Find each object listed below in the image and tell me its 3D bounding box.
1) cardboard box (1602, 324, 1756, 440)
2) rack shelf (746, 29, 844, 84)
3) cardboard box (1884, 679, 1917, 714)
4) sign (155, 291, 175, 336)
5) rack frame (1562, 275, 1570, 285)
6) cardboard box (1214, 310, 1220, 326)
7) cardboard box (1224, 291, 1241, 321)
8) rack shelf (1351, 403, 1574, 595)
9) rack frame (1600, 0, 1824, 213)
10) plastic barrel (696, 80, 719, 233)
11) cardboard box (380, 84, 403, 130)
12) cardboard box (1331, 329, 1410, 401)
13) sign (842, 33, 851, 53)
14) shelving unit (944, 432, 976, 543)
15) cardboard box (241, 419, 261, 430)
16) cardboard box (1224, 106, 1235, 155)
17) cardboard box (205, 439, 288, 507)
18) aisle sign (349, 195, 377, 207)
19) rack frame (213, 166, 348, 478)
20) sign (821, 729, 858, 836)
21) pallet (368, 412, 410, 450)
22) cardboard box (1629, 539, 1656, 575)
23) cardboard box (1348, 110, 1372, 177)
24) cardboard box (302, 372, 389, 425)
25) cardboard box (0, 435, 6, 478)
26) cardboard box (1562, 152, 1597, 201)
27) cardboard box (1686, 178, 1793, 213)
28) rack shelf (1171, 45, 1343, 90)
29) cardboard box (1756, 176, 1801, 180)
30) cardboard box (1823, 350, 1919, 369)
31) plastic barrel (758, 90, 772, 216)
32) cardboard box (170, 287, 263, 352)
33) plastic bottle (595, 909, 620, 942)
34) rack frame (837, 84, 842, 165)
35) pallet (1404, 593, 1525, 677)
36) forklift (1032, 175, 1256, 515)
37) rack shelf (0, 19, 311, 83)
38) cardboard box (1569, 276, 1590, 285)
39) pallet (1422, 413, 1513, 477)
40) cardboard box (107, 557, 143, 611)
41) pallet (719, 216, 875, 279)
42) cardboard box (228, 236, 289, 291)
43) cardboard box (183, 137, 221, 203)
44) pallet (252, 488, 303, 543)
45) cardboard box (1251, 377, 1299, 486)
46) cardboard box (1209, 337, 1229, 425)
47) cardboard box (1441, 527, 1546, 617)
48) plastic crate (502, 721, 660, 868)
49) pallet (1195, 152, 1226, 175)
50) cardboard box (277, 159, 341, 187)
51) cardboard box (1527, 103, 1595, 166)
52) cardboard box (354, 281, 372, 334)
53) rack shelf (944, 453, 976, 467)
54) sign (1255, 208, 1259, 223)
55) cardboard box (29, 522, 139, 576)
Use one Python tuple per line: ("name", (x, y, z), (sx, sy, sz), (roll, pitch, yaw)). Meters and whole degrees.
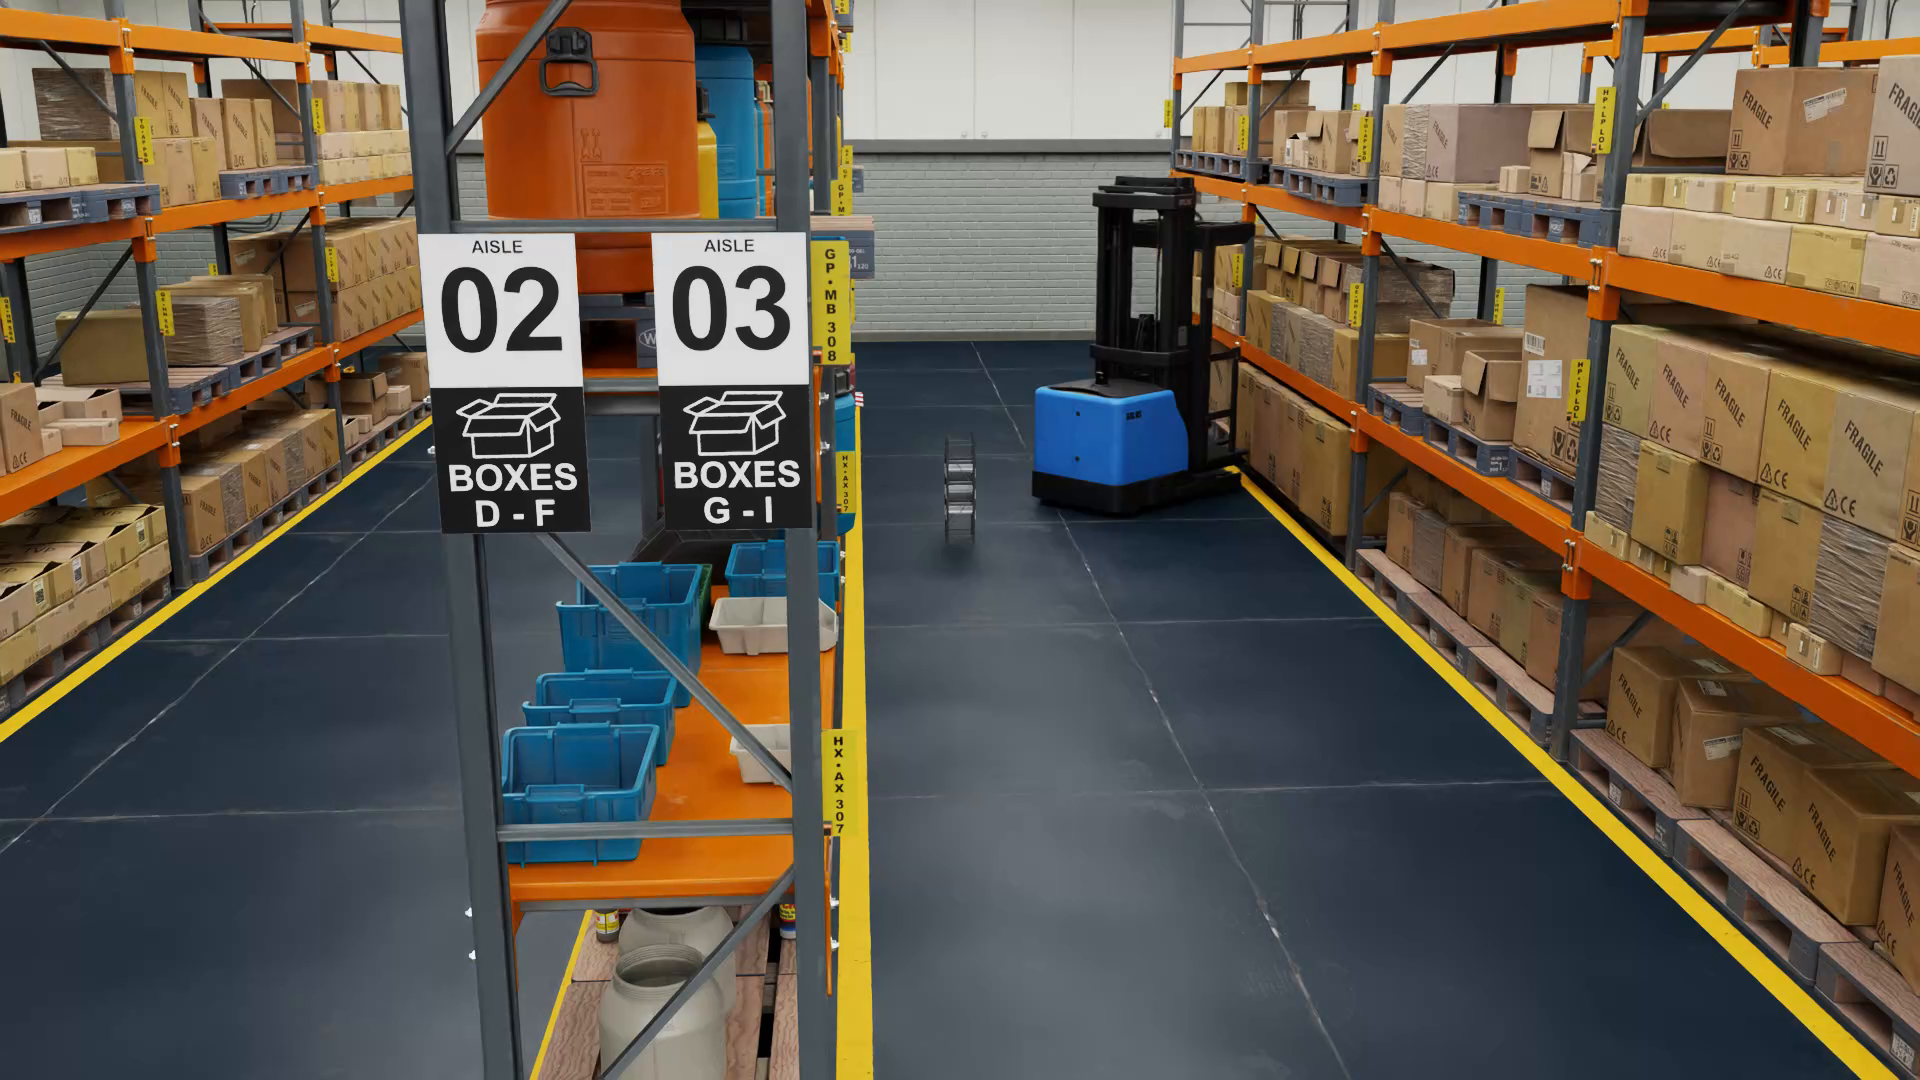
("cardboard box", (3.577, -0.796, 8.297), (0.500, 0.500, 0.500), (-1, 14, -3))
("rack shelf", (-1.512, -4.014, 13.815), (1.077, 0.370, 4.000), (-1, 14, -3))
("cardboard box", (3.771, 0.565, 6.316), (0.380, 0.149, 0.250), (-1, 14, -3))
("sign", (-5.778, -1.648, 12.089), (0.100, 0.325, 0.005), (-1, 14, -3))
("rack frame", (8.016, -3.271, 20.720), (1.000, 3.000, 0.127), (-1, 14, -3))
("cardboard box", (2.914, -2.366, 17.706), (0.380, 0.149, 0.250), (-1, 14, -2))
("cardboard box", (3.018, -2.402, 17.046), (0.500, 0.250, 0.500), (-1, 14, -4))
("rack shelf", (3.679, -0.384, 10.944), (1.077, 0.370, 4.000), (-1, 14, -3))
("rack frame", (3.803, -3.141, 8.173), (1.000, 3.000, 0.127), (-1, 14, -3))
("plastic barrel", (-1.090, -1.193, 5.402), (0.600, 0.588, 0.600), (0, 14, 0))
("cardboard box", (-6.780, -4.925, 18.923), (0.700, 0.500, 0.500), (-1, 14, -3))
("cardboard box", (3.277, -1.397, 13.237), (0.500, 0.500, 0.500), (0, 14, -2))
("sign", (-1.336, -5.905, 19.564), (0.100, 0.325, 0.005), (-1, 14, -3))
("shelving unit", (0.000, -0.438, 13.922), (0.258, 0.900, 0.210), (-1, 14, -3))
("cardboard box", (-6.749, -0.819, 15.323), (0.500, 0.500, 0.500), (-1, 14, -3))
("cardboard box", (3.170, -4.305, 17.476), (0.700, 0.500, 0.500), (0, 14, -1))
("cardboard box", (-6.177, -0.583, 14.405), (0.500, 0.500, 0.500), (-1, 14, -5))
("aisle sign", (-7.125, -4.339, 19.654), (0.394, 0.787, 0.004), (-1, 14, -3))
("rack frame", (-6.580, -2.073, 16.063), (1.000, 3.000, 0.127), (-1, 14, -3))
("sign", (-0.343, 0.695, 4.752), (0.100, 0.325, 0.005), (-1, 14, -3))
("pallet", (-6.700, -1.197, 18.256), (1.003, 0.211, 1.213), (-1, 14, -3))
("cardboard box", (3.562, 0.069, 8.244), (0.380, 0.149, 0.250), (-1, 14, -3))
("cardboard box", (3.446, -3.087, 12.934), (0.797, 0.503, 0.637), (0, 14, 0))
("cardboard box", (-6.701, -1.544, 18.135), (0.797, 0.503, 0.637), (-1, 14, -3))
("cardboard box", (-6.179, -0.579, 10.054), (0.500, 0.500, 0.500), (-1, 14, -3))
("cardboard box", (3.645, -2.058, 9.414), (0.396, 0.266, 0.258), (0, 14, -1))
("cardboard box", (3.596, -1.590, 7.666), (0.380, 0.149, 0.250), (-1, 14, -3))
("rack shelf", (3.184, -5.086, 17.979), (1.077, 0.370, 4.000), (-1, 14, -3))
("cardboard box", (4.037, -1.664, 7.956), (0.380, 0.149, 0.250), (-1, 14, -3))
("cardboard box", (4.168, -0.556, 7.362), (0.500, 0.500, 0.500), (-1, 14, -3))
("plastic barrel", (-1.513, -2.444, 10.624), (0.600, 0.830, 0.708), (-1, 14, -3))
("cardboard box", (-6.409, -1.886, 14.294), (0.700, 0.500, 0.500), (-5, 15, -18))
("plastic bottle", (-1.444, 1.528, 6.800), (0.097, 0.201, 0.097), (0, 14, 0))
("rack frame", (-1.636, -5.054, 15.609), (1.000, 3.000, 0.127), (-1, 14, -3))
("pallet", (3.675, 0.617, 11.203), (1.003, 0.211, 1.213), (-1, 14, -3))
("forklift", (2.047, -1.943, 15.694), (1.130, 2.935, 3.031), (13, 20, 42))
("rack shelf", (-6.456, -3.939, 13.522), (1.077, 0.370, 4.000), (-1, 14, -3))
("cardboard box", (7.769, -3.348, 20.220), (0.500, 0.500, 0.500), (0, 14, -1))
("pallet", (3.719, -0.645, 10.900), (1.003, 0.211, 1.213), (-1, 14, -3))
("cardboard box", (-6.021, 0.305, 11.495), (0.500, 0.250, 0.500), (-1, 14, -4))
("pallet", (-0.998, -1.342, 7.582), (1.213, 0.211, 1.003), (-1, 14, -3))
("cardboard box", (-6.870, -2.727, 16.399), (0.500, 0.500, 0.500), (-1, 14, -3))
("cardboard box", (-6.457, -2.943, 13.226), (0.910, 0.500, 0.500), (-1, 14, -3))
("pallet", (-6.413, -0.217, 14.444), (1.003, 0.211, 1.213), (-1, 14, -3))
("cardboard box", (3.423, -1.018, 15.385), (1.225, 0.875, 0.875), (-1, 14, -5))
("cardboard box", (3.291, -1.788, 18.379), (0.875, 0.875, 0.875), (-1, 14, -3))
("cardboard box", (3.706, 0.212, 11.315), (0.700, 0.500, 0.500), (0, 14, 1))
("plastic crate", (-1.222, 0.788, 5.242), (0.499, 0.251, 0.616), (-1, 14, -3))
("pallet", (3.195, -4.141, 18.259), (1.003, 0.211, 1.213), (-1, 14, -3))
("cardboard box", (-6.363, -3.578, 16.193), (0.500, 0.250, 0.500), (-1, 14, -3))
("cardboard box", (3.893, -2.608, 10.918), (0.500, 0.500, 0.500), (-1, 14, -2))
("cardboard box", (-6.374, -2.380, 17.054), (0.500, 0.500, 0.500), (-1, 14, -2))
("rack shelf", (0.000, -0.667, 13.863), (0.258, 0.077, 0.200), (-1, 14, -3))
("sign", (3.602, -3.900, 20.365), (0.100, 0.325, 0.005), (-1, 14, -3))
("cardboard box", (-6.015, 0.034, 11.424), (0.500, 0.311, 0.500), (-1, 14, -4))
